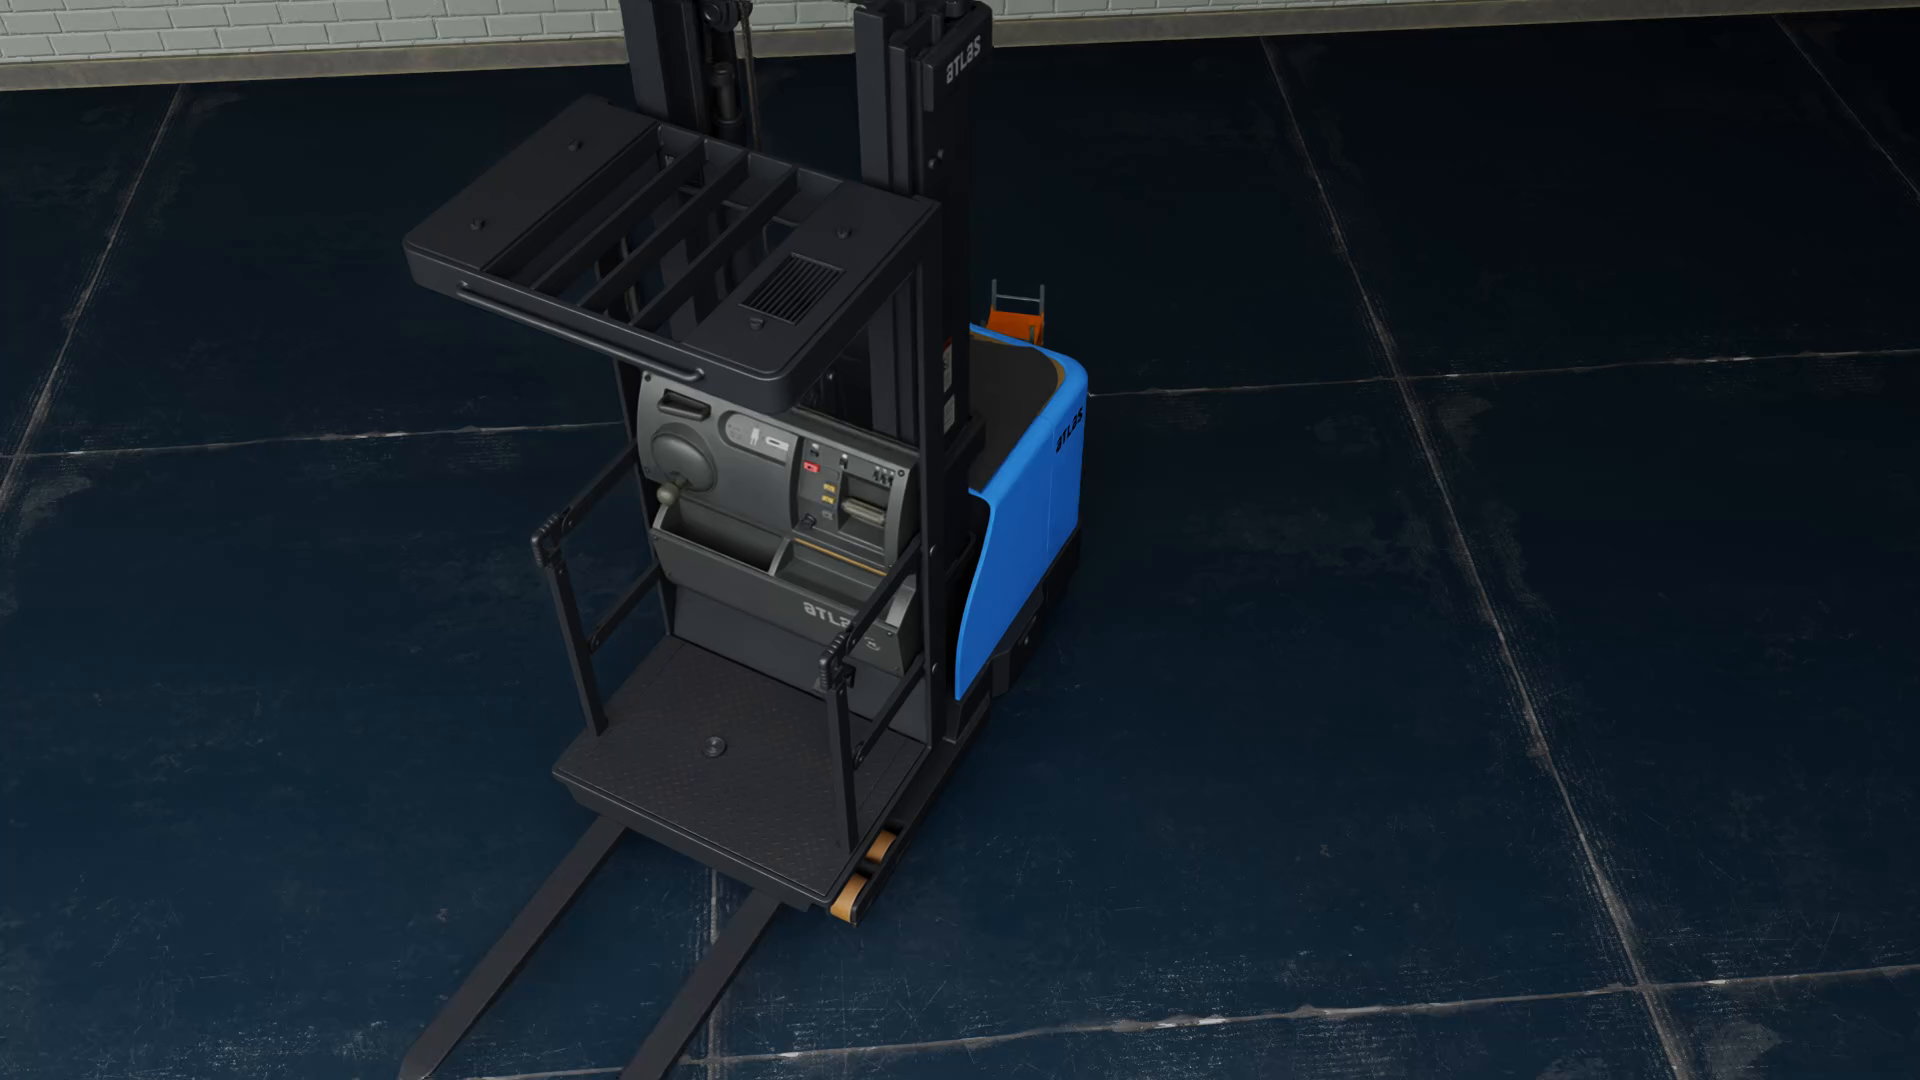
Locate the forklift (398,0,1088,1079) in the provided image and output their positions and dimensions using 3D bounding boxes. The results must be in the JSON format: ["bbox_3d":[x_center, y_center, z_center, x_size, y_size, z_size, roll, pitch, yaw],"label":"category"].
[{"bbox_3d":[-0.666,-0.116,4.841,1.130,2.935,3.031,21,50,19],"label":"forklift"}]

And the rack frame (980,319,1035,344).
[{"bbox_3d":[0.173,-0.428,6.432,0.200,1.050,0.008,8,47,7],"label":"rack frame"}]

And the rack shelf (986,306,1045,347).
[{"bbox_3d":[0.195,-0.703,6.316,0.215,0.259,0.240,8,47,7],"label":"rack shelf"}]

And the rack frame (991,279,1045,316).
[{"bbox_3d":[0.218,-0.602,6.597,0.200,1.050,0.008,8,47,7],"label":"rack frame"}]

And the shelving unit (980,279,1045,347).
[{"bbox_3d":[0.195,-0.515,6.514,0.215,1.050,0.252,8,47,7],"label":"shelving unit"}]
